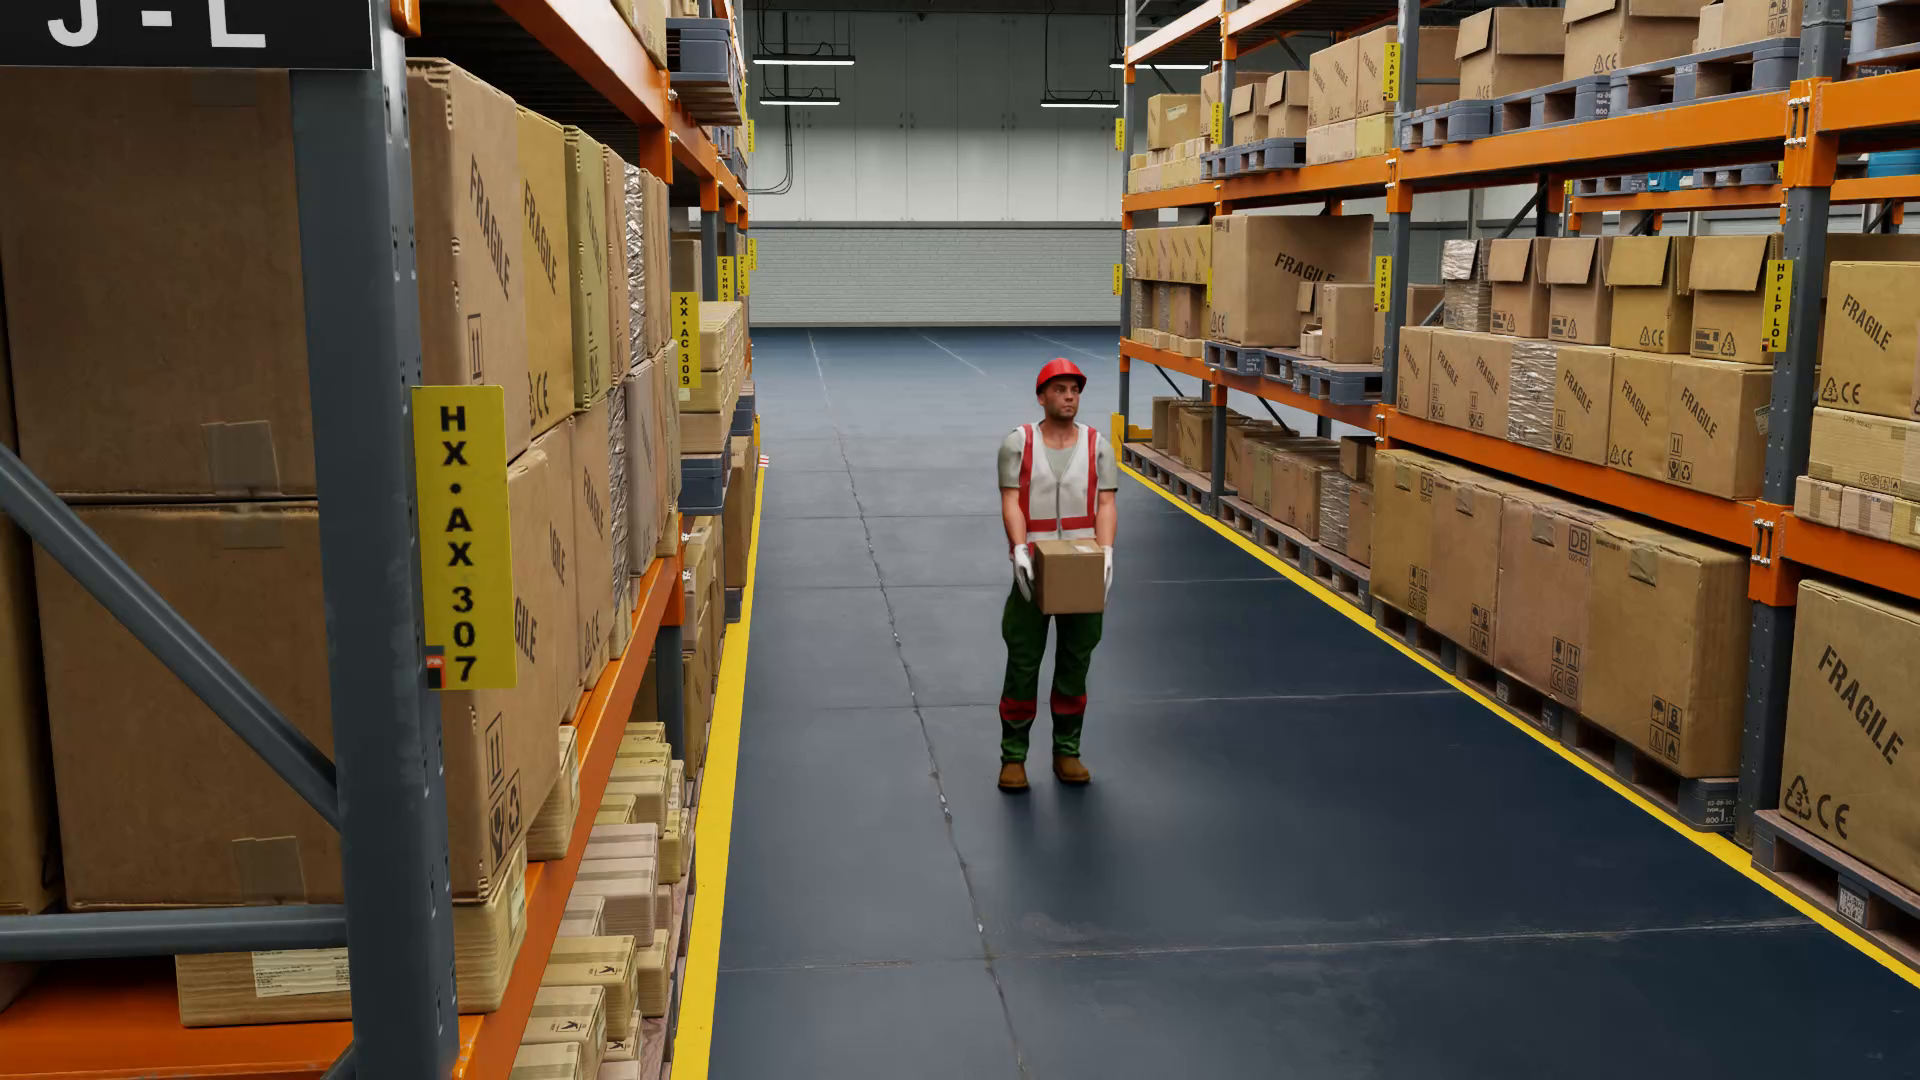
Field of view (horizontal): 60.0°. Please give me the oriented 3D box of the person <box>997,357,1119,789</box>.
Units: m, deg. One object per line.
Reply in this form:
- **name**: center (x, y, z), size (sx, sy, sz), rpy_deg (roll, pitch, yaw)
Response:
- **person**: center (0.414, 0.138, 7.024), size (0.539, 1.793, 0.513), rpy_deg (-1, 10, -6)
